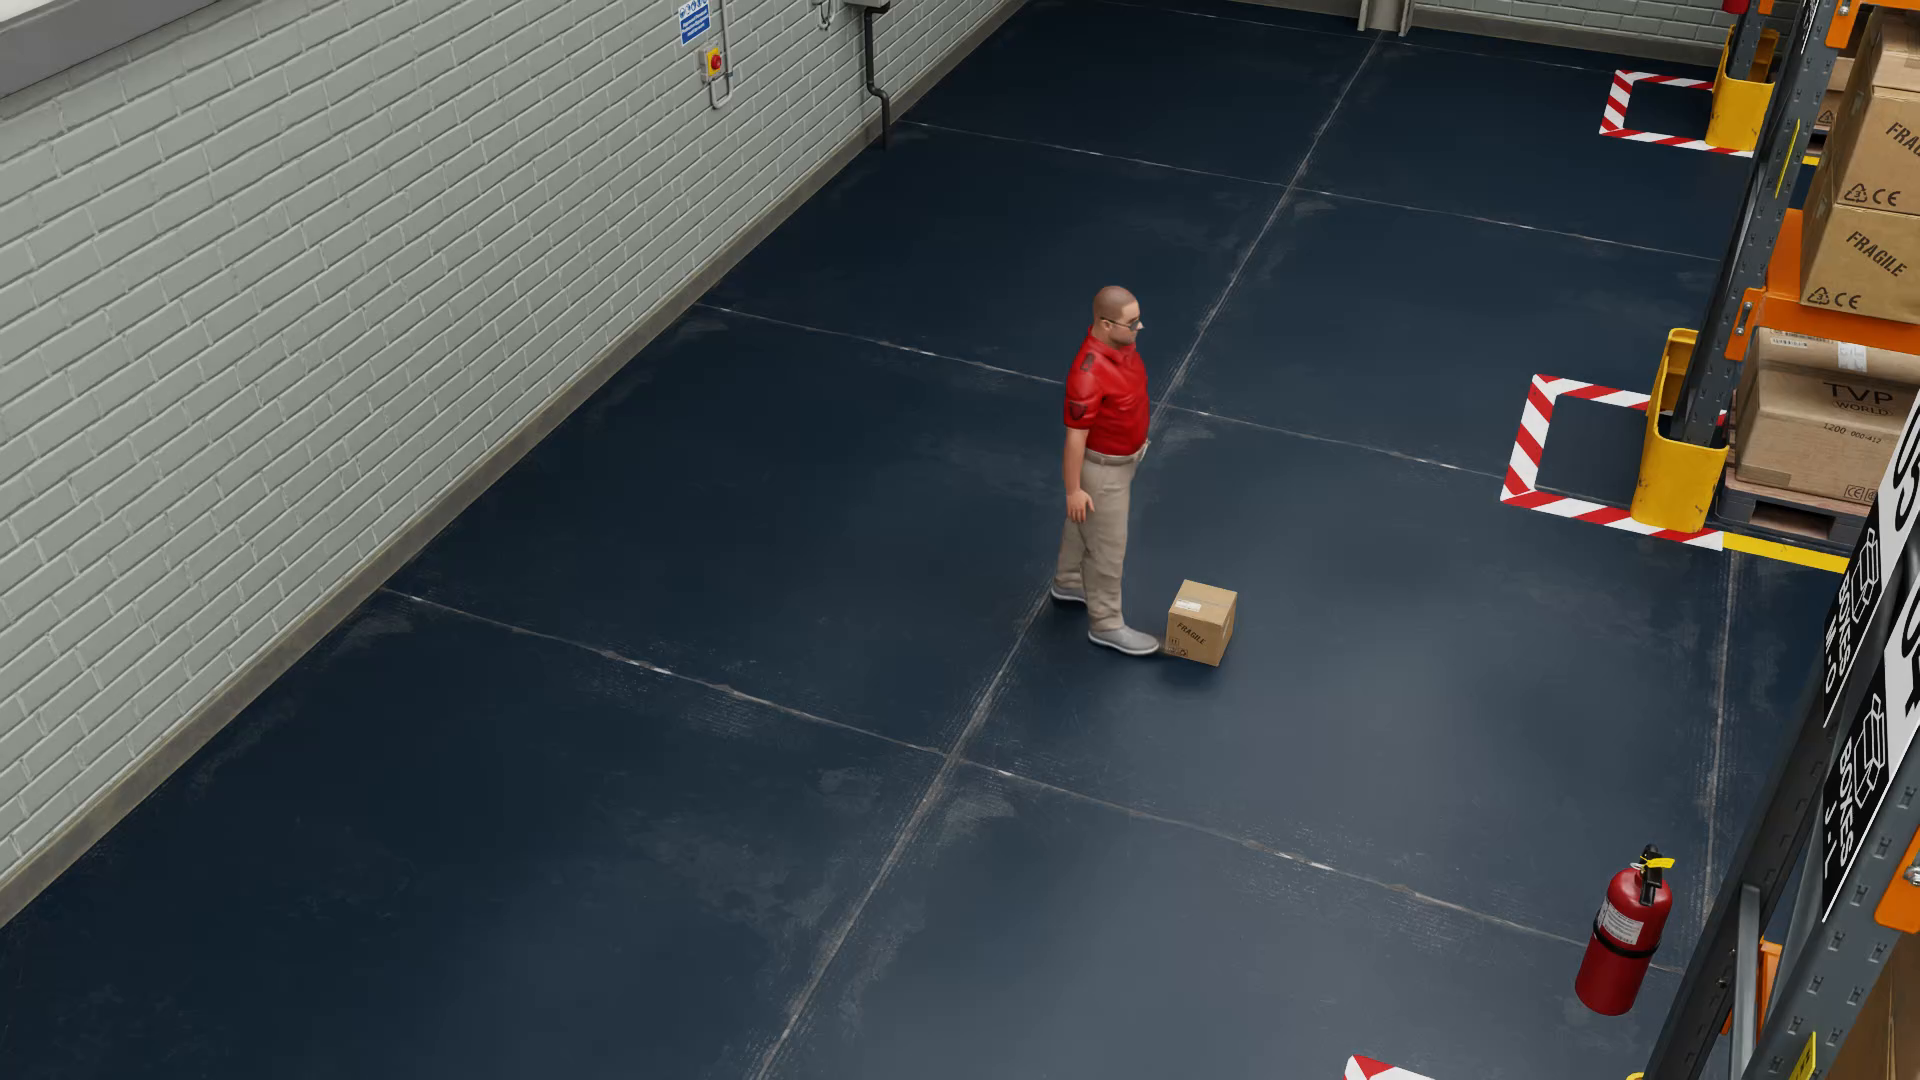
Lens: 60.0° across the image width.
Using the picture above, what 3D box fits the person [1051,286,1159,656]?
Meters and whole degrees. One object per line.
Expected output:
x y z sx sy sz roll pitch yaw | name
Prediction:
0.678 -0.324 7.242 0.564 1.728 0.563 10 38 13 | person
